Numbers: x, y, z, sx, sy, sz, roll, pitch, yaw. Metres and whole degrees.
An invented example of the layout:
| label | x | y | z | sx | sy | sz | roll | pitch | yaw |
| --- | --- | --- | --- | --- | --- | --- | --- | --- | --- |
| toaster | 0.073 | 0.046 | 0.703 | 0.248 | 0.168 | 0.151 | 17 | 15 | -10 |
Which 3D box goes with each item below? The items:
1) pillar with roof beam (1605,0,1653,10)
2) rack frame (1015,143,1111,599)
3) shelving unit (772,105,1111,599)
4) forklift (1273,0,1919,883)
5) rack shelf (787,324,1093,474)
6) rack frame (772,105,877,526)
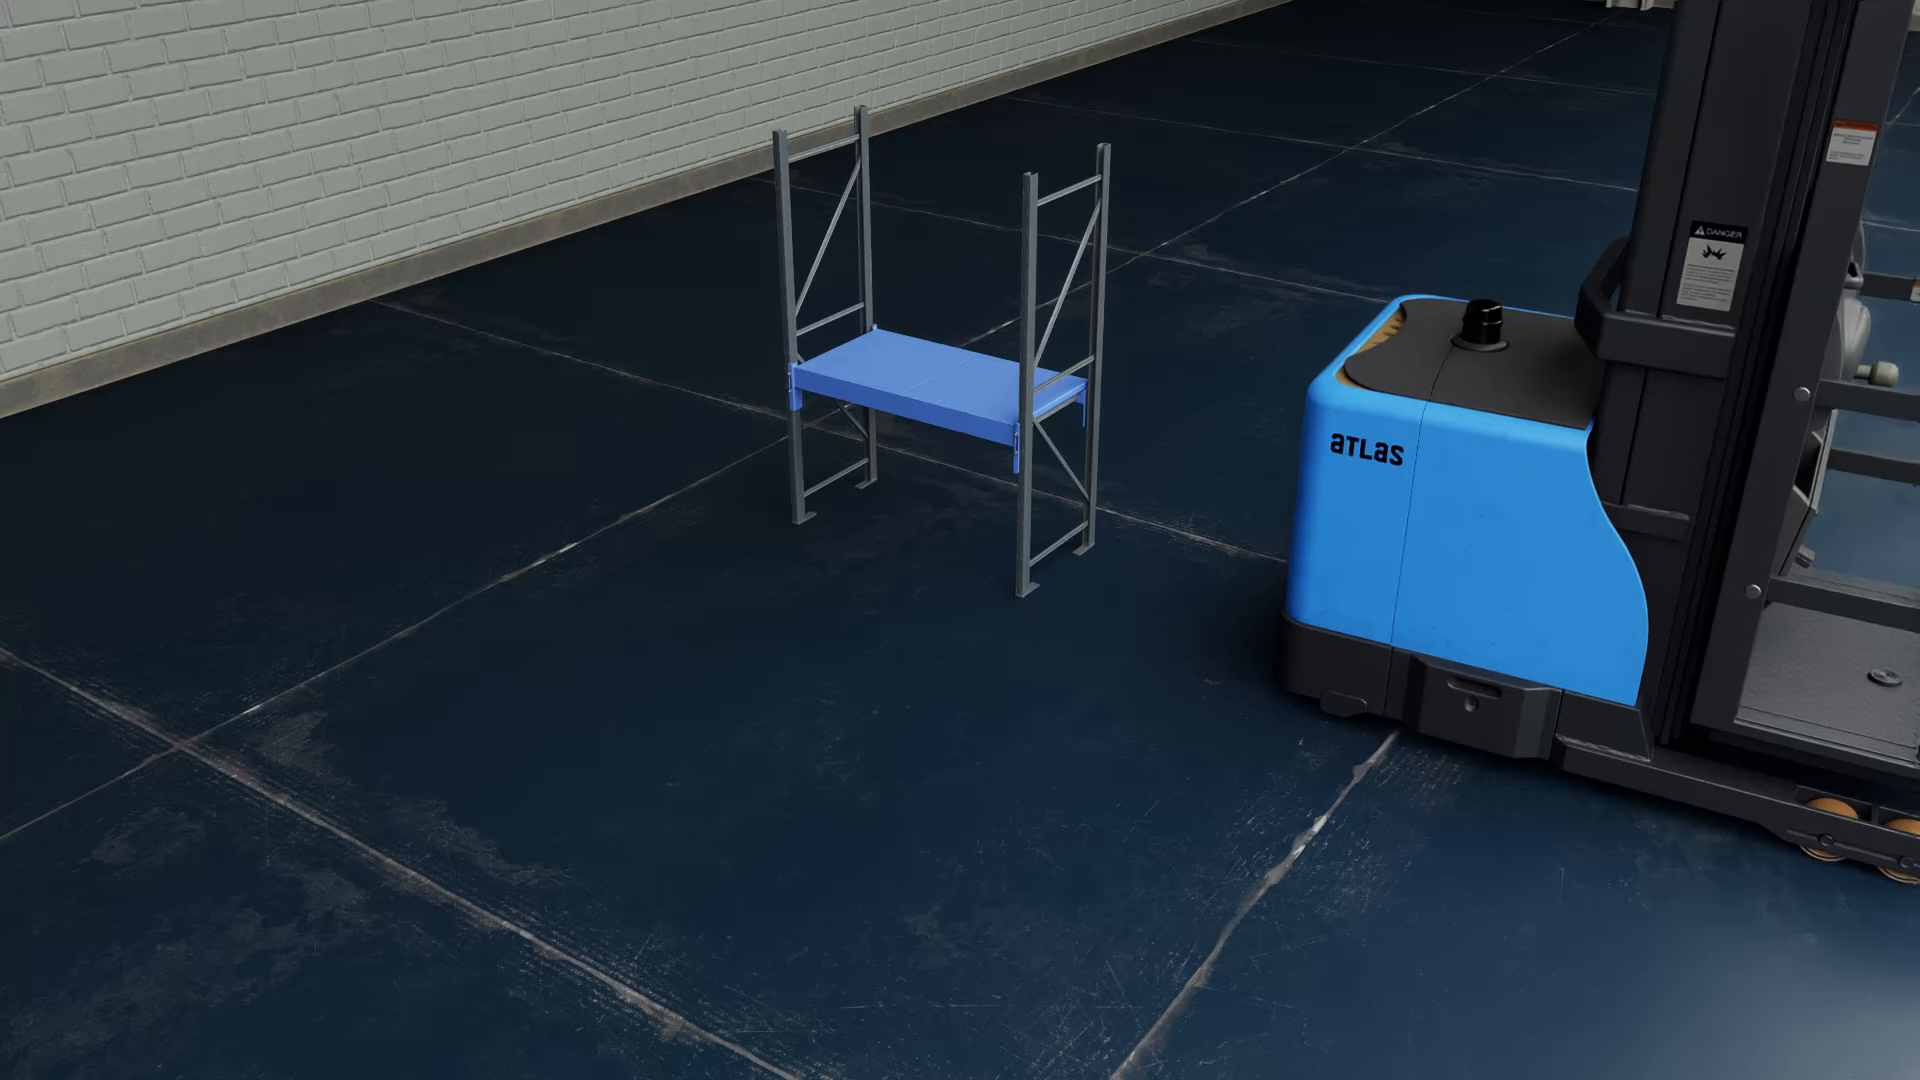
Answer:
| label | x | y | z | sx | sy | sz | roll | pitch | yaw |
| --- | --- | --- | --- | --- | --- | --- | --- | --- | --- |
| pillar with roof beam | 4.368 | -7.828 | 11.710 | 0.400 | 9.000 | 9.100 | 17 | 32 | 30 |
| rack frame | 0.349 | -0.560 | 5.696 | 0.032 | 1.500 | 0.500 | 17 | 32 | 30 |
| shelving unit | -0.070 | -0.690 | 5.953 | 1.048 | 1.500 | 0.538 | 17 | 32 | 30 |
| forklift | 2.529 | -0.665 | 4.326 | 3.031 | 2.935 | 1.130 | 14 | 30 | 26 |
| rack shelf | -0.070 | -0.530 | 6.034 | 1.000 | 0.185 | 0.538 | 17 | 32 | 30 |
| rack frame | -0.489 | -0.821 | 6.209 | 0.032 | 1.500 | 0.500 | 17 | 32 | 30 |
